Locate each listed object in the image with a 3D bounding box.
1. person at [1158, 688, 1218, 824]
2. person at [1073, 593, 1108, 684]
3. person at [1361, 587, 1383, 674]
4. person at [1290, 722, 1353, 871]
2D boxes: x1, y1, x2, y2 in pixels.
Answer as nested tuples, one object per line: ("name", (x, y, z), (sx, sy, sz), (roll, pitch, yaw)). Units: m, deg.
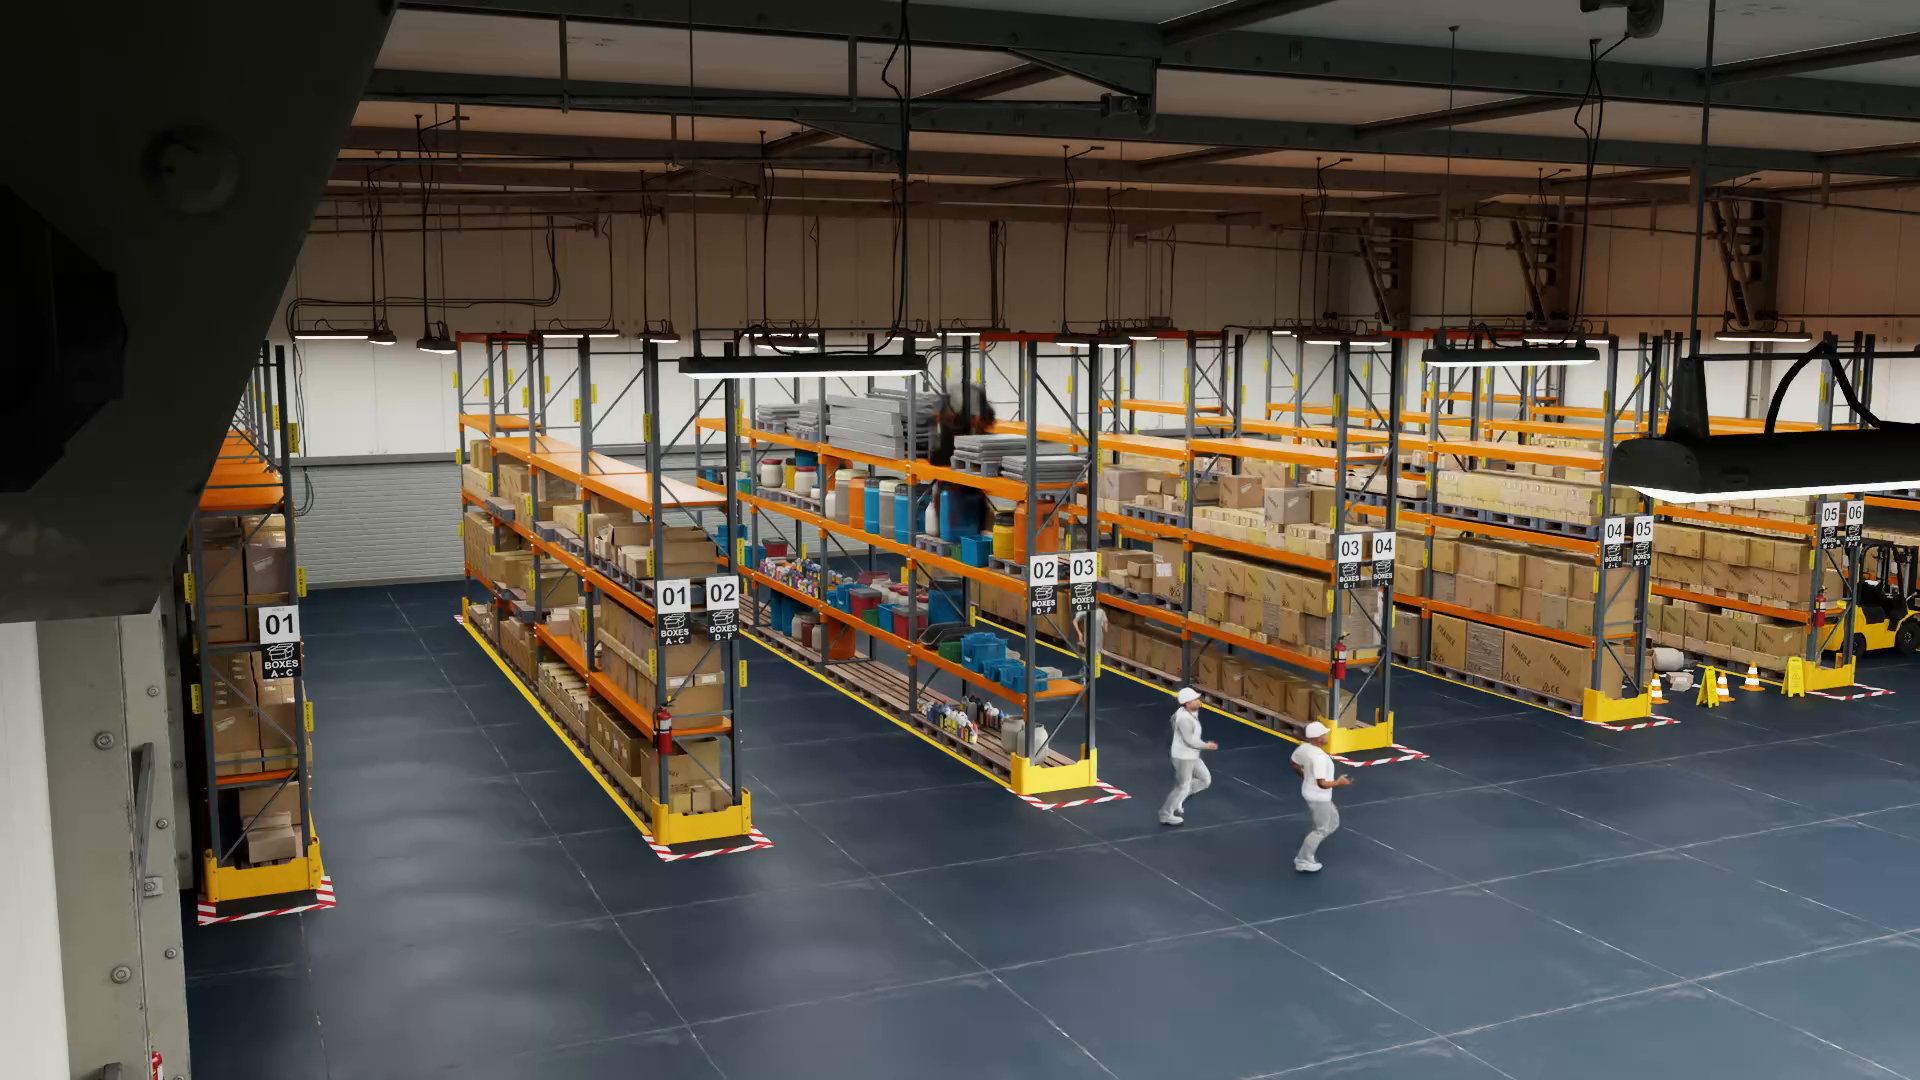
("person", (2.857, 2.650, 20.754), (0.733, 1.668, 0.679), (2, 8, 12))
("person", (2.268, 1.724, 28.152), (0.545, 1.624, 0.653), (-5, 9, -31))
("person", (7.322, 1.502, 29.394), (0.642, 1.761, 0.666), (-5, 9, -30))
("person", (4.121, 2.923, 18.937), (0.626, 1.750, 0.680), (0, 8, -1))
